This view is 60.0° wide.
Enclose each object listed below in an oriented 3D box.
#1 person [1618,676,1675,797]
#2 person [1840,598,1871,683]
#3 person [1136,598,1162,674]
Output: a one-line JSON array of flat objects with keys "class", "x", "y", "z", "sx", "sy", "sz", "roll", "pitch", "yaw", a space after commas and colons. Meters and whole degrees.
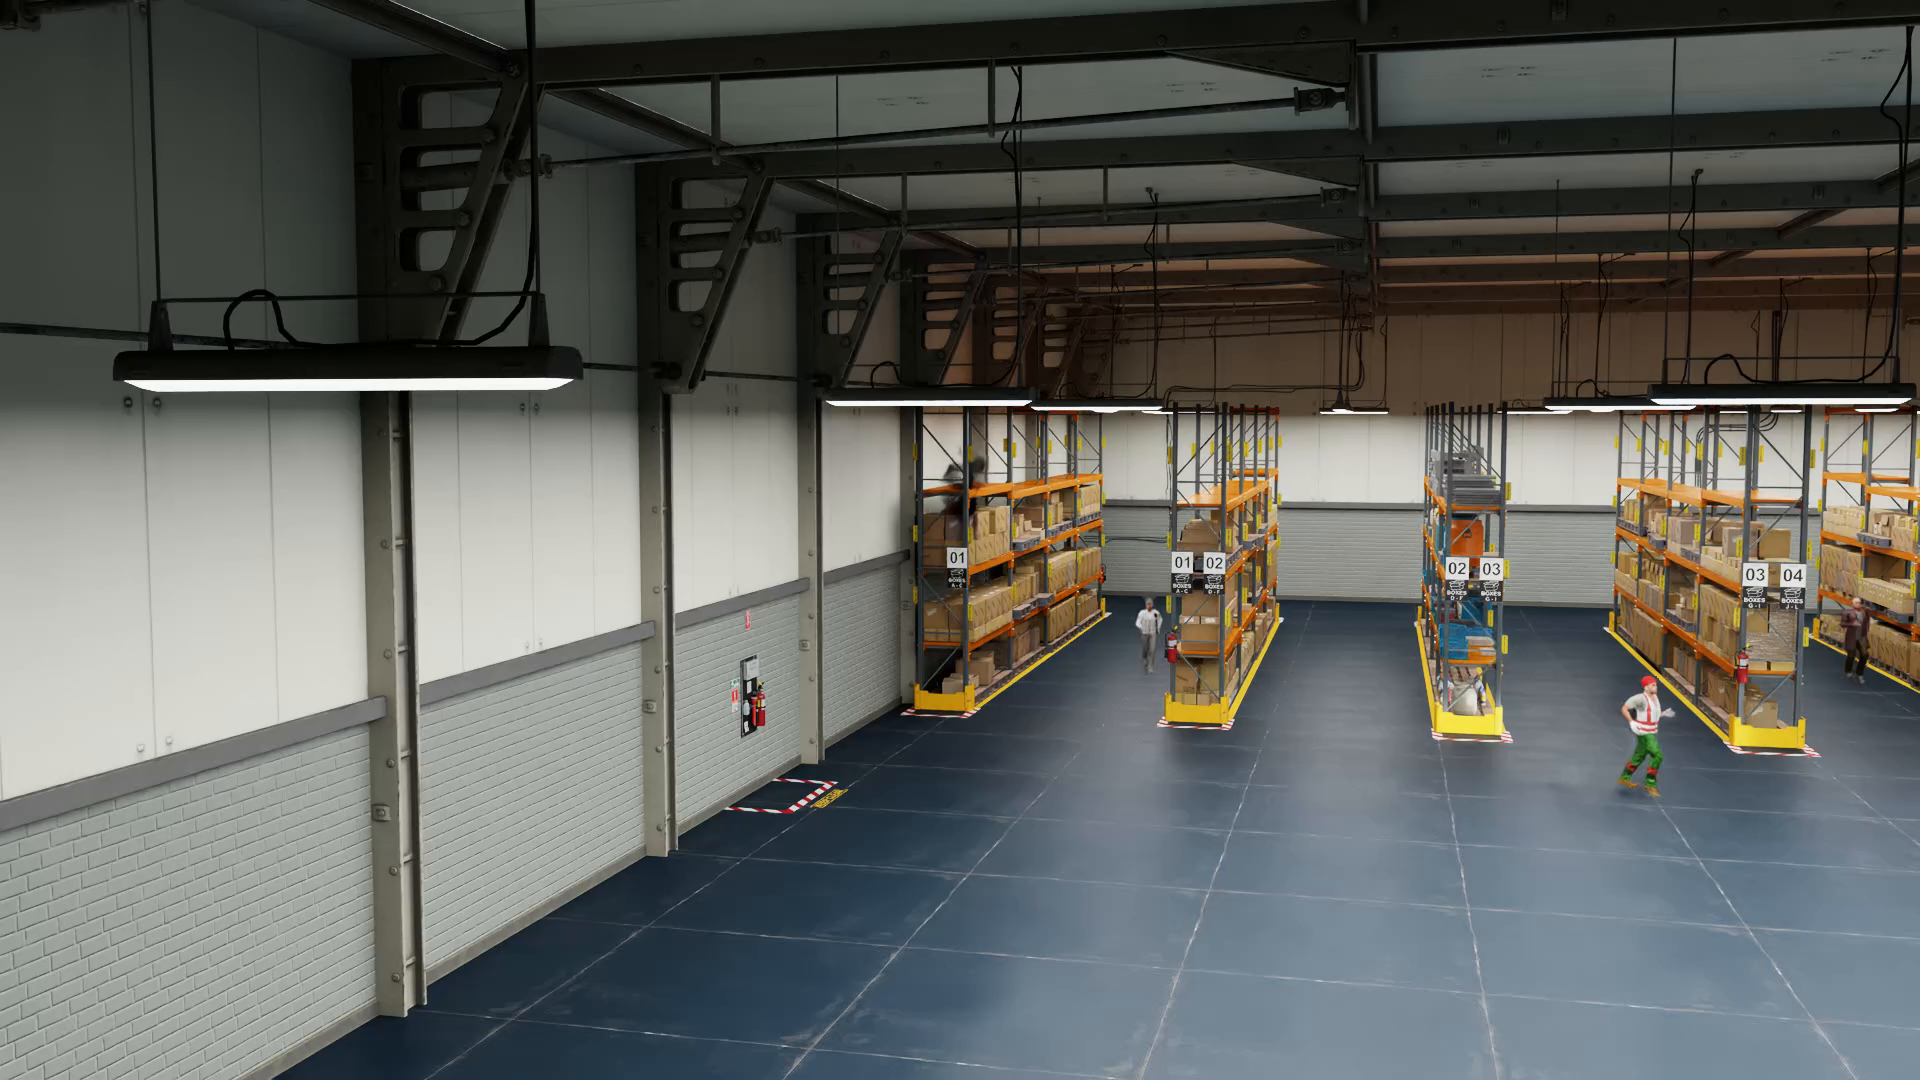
[{"class": "person", "x": 10.445, "y": 2.976, "z": 25.305, "sx": 0.779, "sy": 1.851, "sz": 0.616, "roll": 4, "pitch": 6, "yaw": 43}, {"class": "person", "x": 19.434, "y": 2.179, "z": 36.055, "sx": 0.684, "sy": 1.842, "sz": 0.789, "roll": 1, "pitch": 4, "yaw": 11}, {"class": "person", "x": 4.257, "y": 2.119, "z": 37.436, "sx": 0.600, "sy": 1.681, "sz": 0.892, "roll": 0, "pitch": 4, "yaw": 2}]
